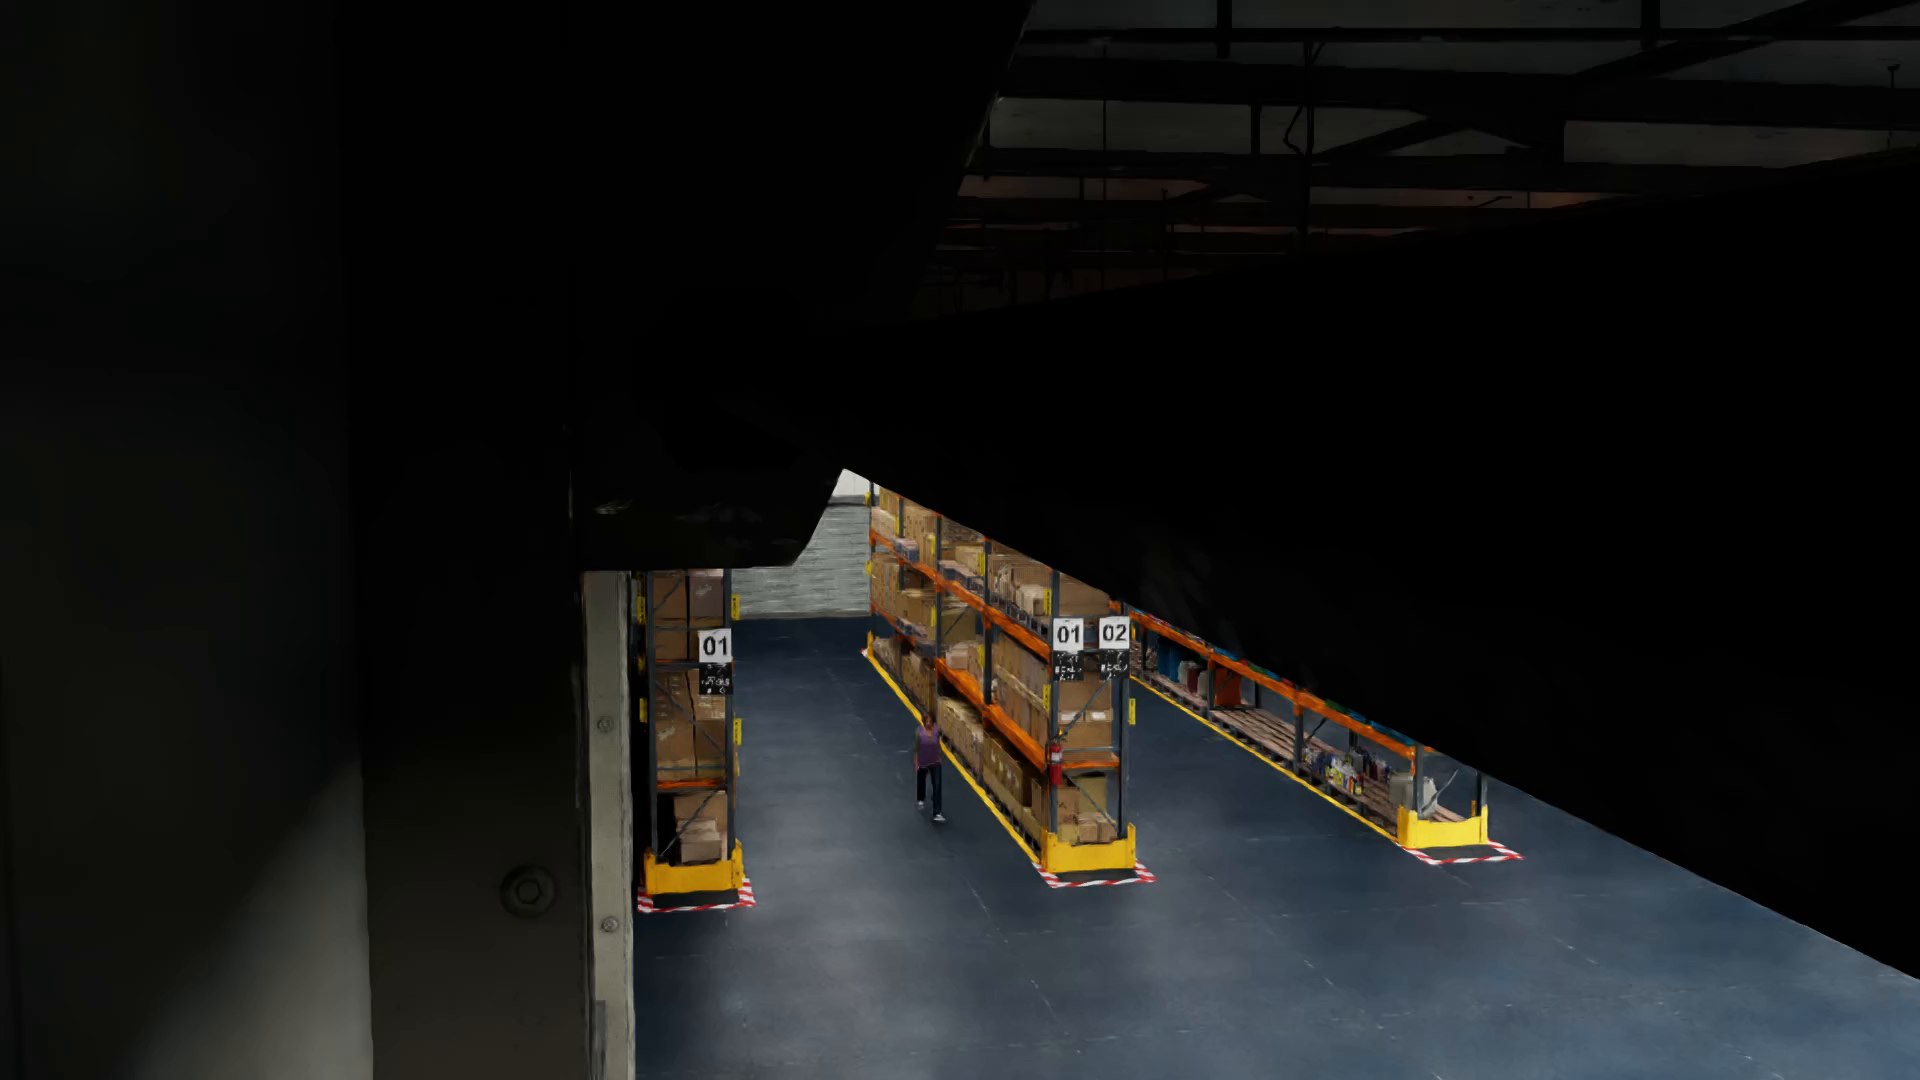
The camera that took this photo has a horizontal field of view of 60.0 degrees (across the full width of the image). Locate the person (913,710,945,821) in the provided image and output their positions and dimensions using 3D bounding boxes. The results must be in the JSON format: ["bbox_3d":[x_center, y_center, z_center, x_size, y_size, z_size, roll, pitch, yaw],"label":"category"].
[{"bbox_3d":[-0.458,3.124,23.345,0.418,1.512,1.034,-1,6,-8],"label":"person"}]
